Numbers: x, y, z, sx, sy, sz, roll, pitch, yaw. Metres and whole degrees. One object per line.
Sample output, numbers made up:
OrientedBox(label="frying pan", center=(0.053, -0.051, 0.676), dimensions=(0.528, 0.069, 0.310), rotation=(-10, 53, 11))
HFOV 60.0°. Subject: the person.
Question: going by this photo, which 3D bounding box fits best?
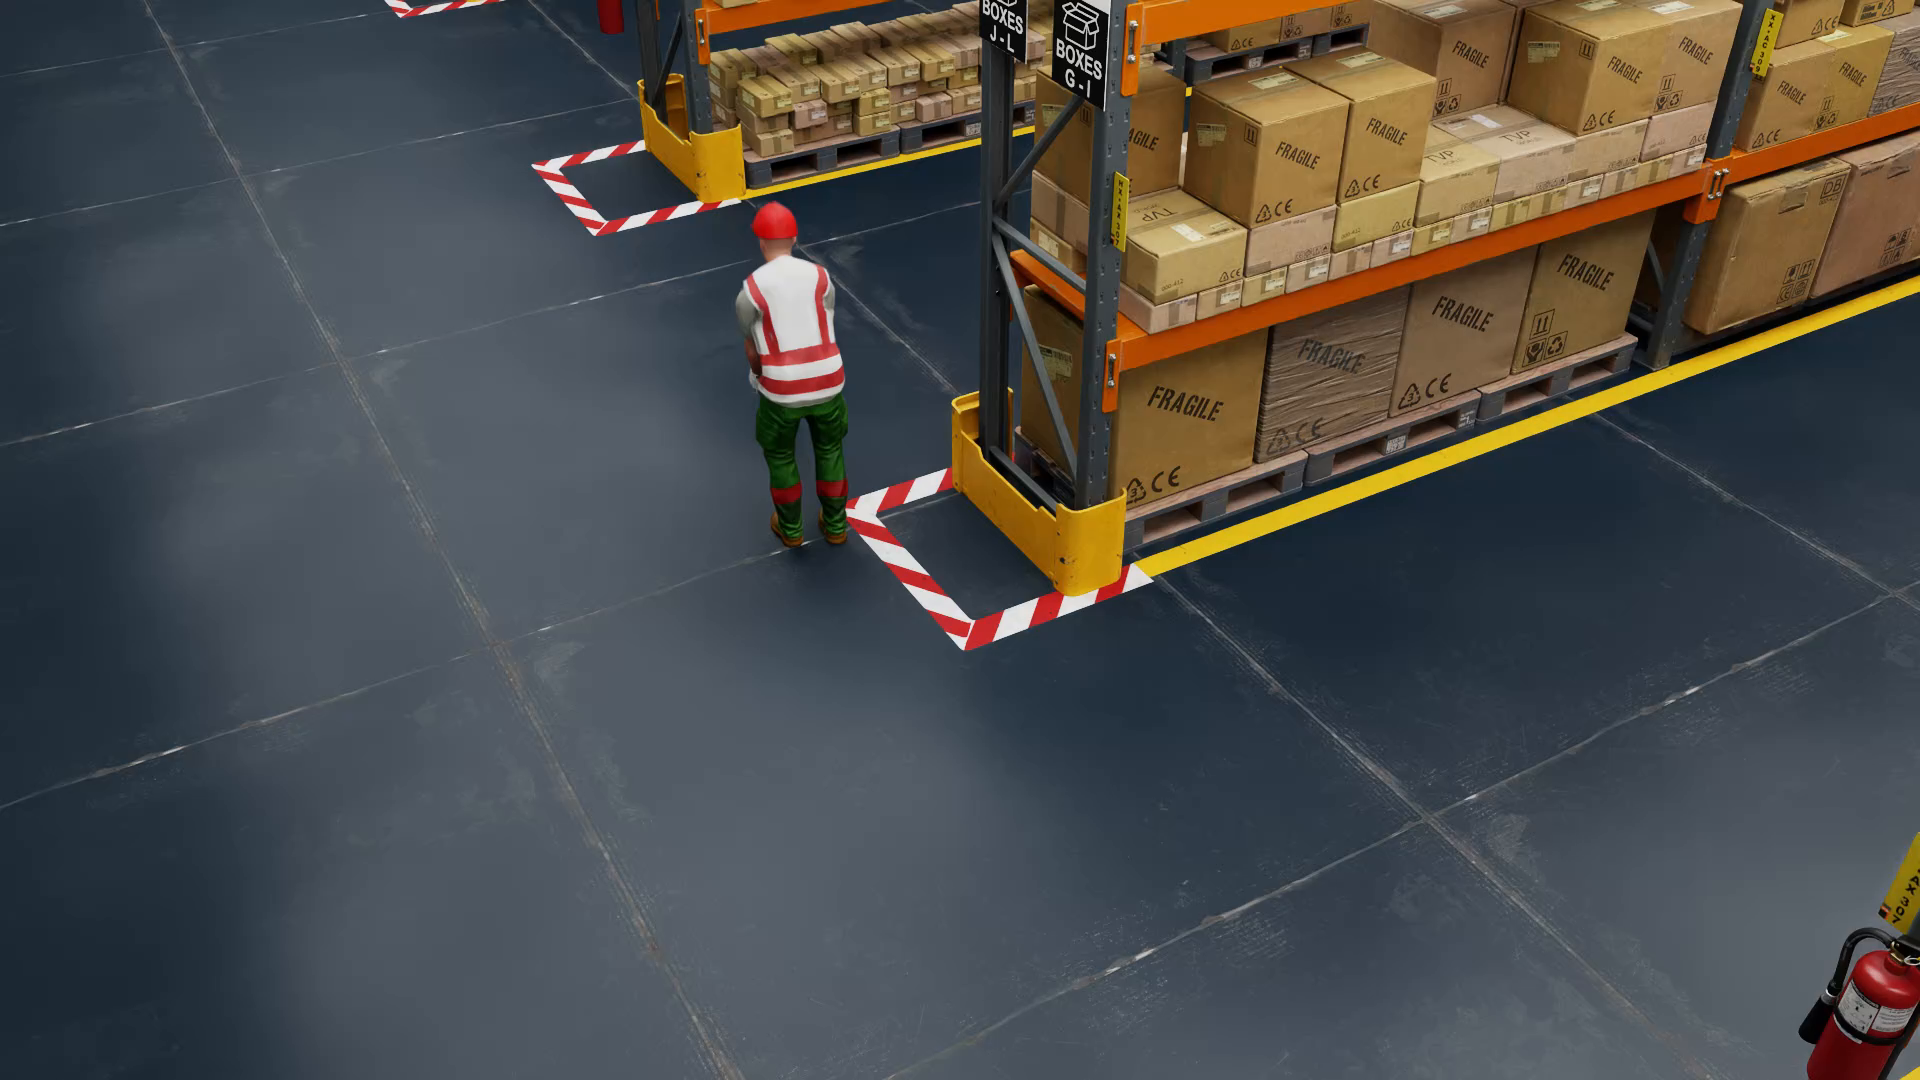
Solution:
OrientedBox(label="person", center=(-0.804, -0.766, 7.997), dimensions=(0.482, 1.724, 0.607), rotation=(-12, 38, -16))
